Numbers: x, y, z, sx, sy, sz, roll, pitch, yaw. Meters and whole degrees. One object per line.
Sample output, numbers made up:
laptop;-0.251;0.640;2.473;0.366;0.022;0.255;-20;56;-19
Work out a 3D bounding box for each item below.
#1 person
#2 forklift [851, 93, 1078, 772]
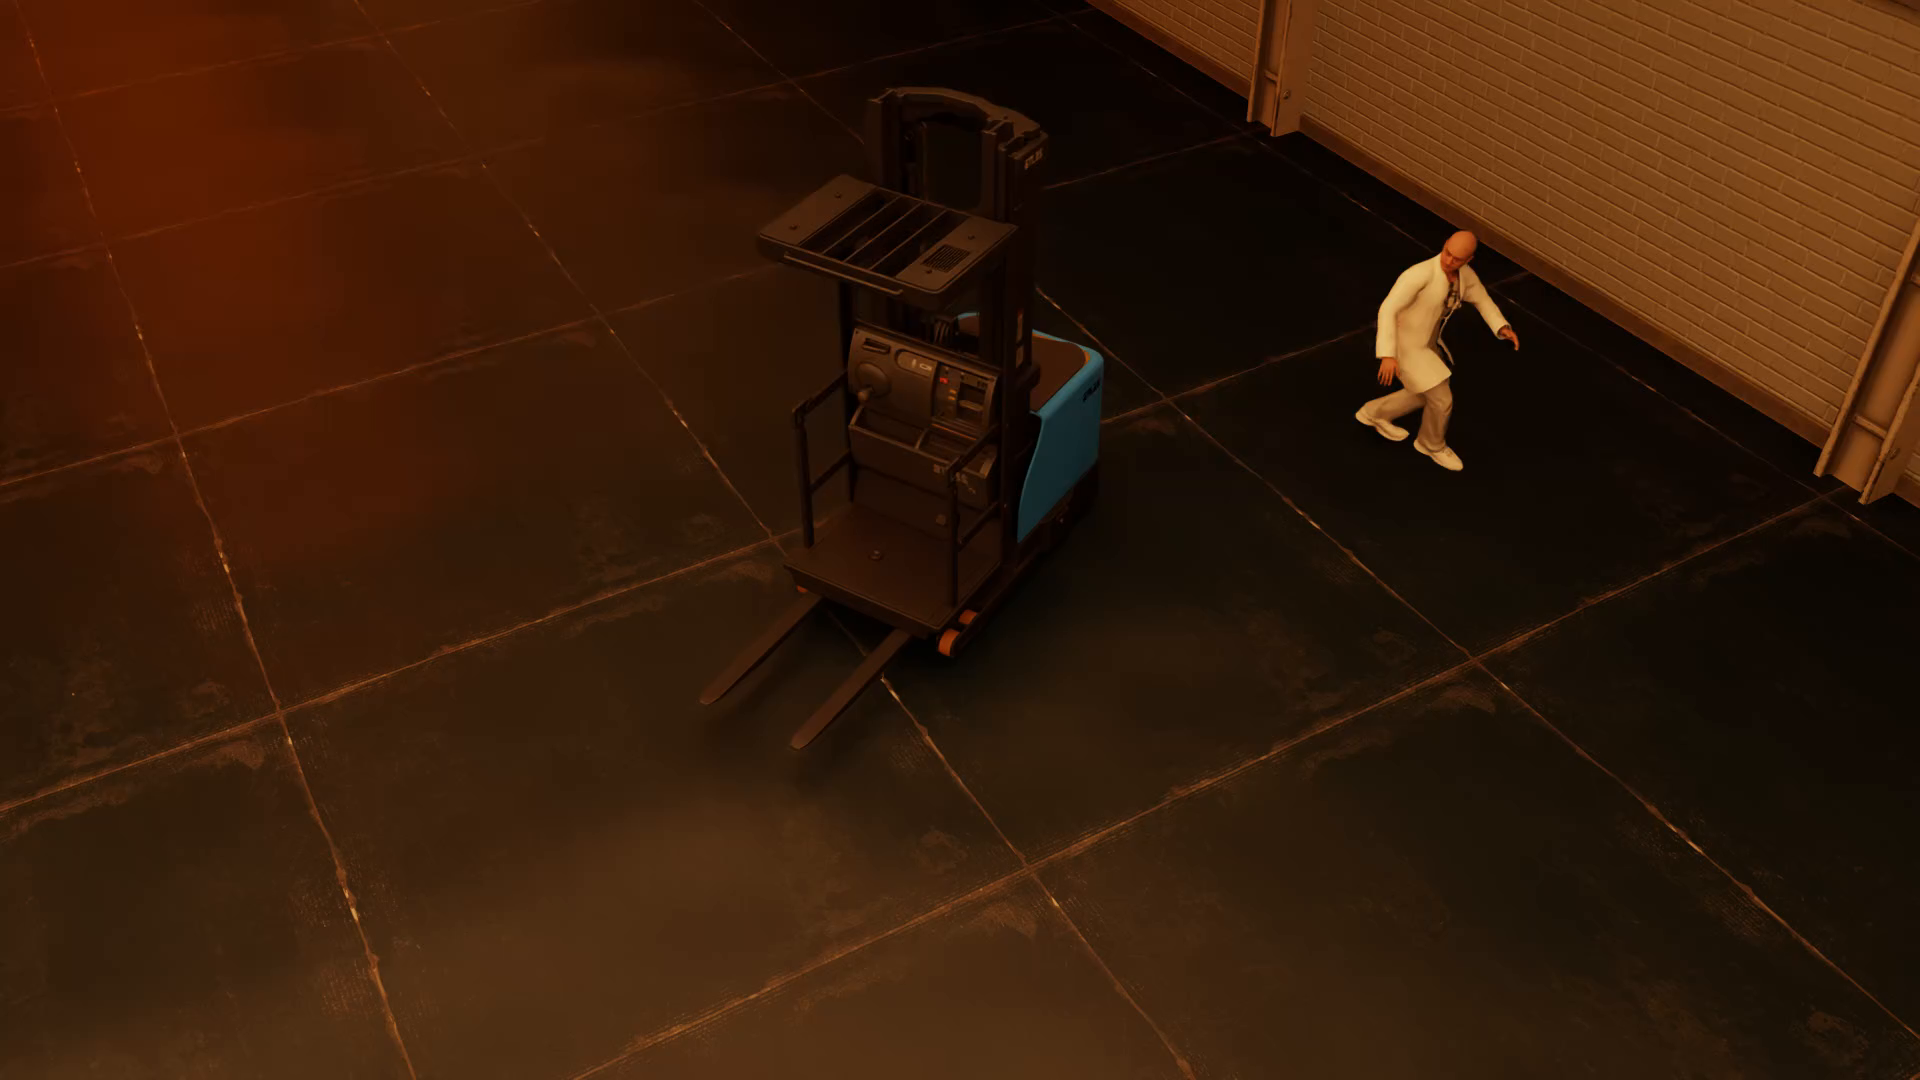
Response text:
person;3.253;-1.305;10.555;0.787;1.742;0.549;-20;44;-23
forklift;0.017;-0.737;8.924;1.130;2.935;3.031;0;40;0
